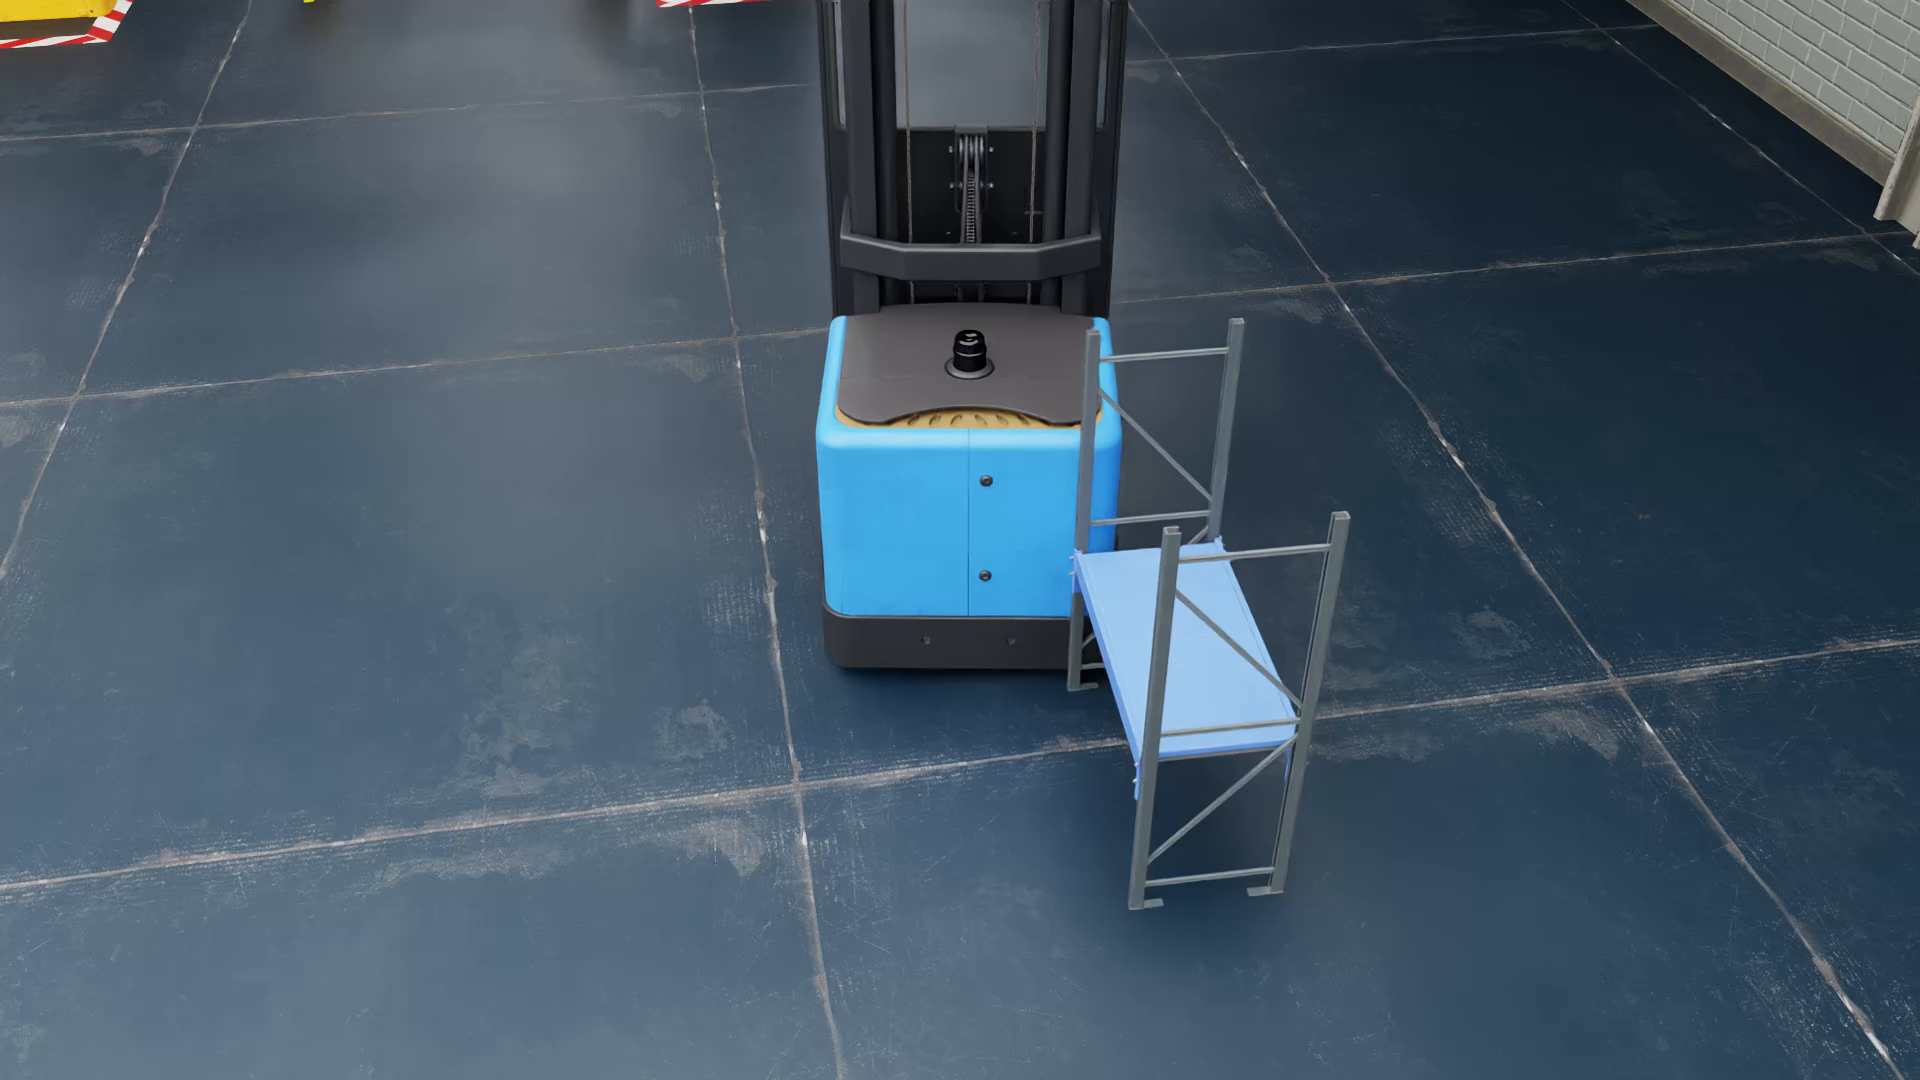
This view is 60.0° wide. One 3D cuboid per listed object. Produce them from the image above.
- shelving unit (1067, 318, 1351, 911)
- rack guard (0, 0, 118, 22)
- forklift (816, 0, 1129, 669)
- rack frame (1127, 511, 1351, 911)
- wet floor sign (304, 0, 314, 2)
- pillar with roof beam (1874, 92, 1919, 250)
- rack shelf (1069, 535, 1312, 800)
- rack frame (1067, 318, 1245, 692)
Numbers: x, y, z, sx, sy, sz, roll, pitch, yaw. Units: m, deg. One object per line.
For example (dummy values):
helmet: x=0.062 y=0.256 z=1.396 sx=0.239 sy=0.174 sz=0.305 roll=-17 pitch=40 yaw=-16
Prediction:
shelving unit: x=0.709 y=0.238 z=5.221 sx=0.538 sy=1.500 sz=1.048 roll=-5 pitch=38 yaw=-6
rack guard: x=-6.421 y=-3.816 z=11.254 sx=1.175 sy=0.500 sz=0.348 roll=-6 pitch=38 yaw=-8
forklift: x=0.045 y=-1.563 z=6.373 sx=1.130 sy=2.935 sz=3.031 roll=0 pitch=38 yaw=0
rack frame: x=0.780 y=0.547 z=4.823 sx=0.500 sy=1.500 sz=0.032 roll=-5 pitch=38 yaw=-6
wet floor sign: x=-4.471 y=-4.083 z=11.480 sx=0.267 sy=0.644 sz=0.232 roll=-13 pitch=40 yaw=-16
pillar with roof beam: x=0.896 y=-4.746 z=5.524 sx=9.100 sy=9.000 sz=0.400 roll=-6 pitch=38 yaw=-8
rack shelf: x=0.709 y=0.380 z=5.331 sx=0.538 sy=0.185 sz=1.000 roll=-5 pitch=38 yaw=-6
rack frame: x=0.638 y=-0.071 z=5.618 sx=0.500 sy=1.500 sz=0.032 roll=-5 pitch=38 yaw=-6
